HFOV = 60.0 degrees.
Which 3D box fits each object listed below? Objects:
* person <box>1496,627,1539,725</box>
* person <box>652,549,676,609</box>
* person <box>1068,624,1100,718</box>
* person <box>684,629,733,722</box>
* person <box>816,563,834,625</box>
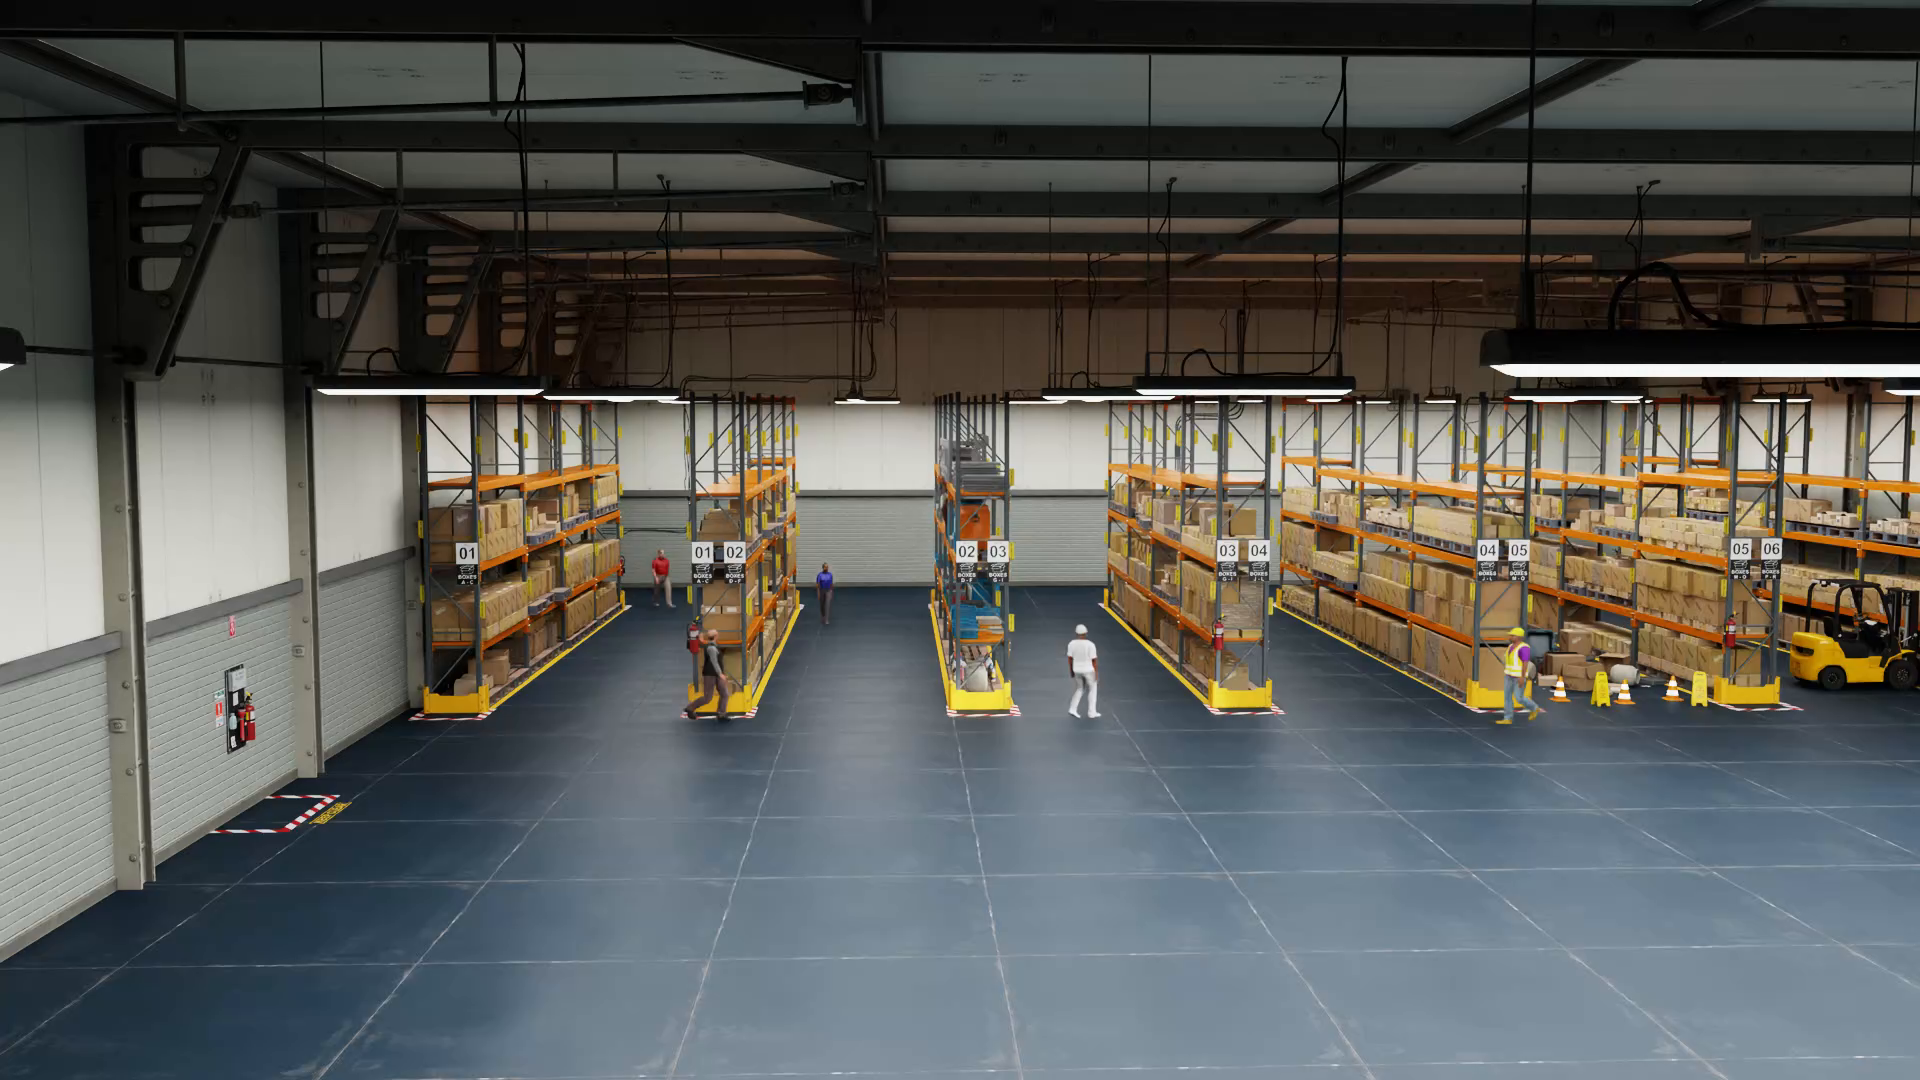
[{"bbox_3d":[10.027,2.445,29.878,0.762,1.760,0.548,-2,5,-26],"label":"person"},{"bbox_3d":[-8.444,1.105,47.171,0.590,1.676,1.054,-3,5,-32],"label":"person"},{"bbox_3d":[2.313,2.420,30.654,0.604,1.759,0.587,4,6,40],"label":"person"},{"bbox_3d":[-4.543,2.458,30.137,0.866,1.685,0.483,1,5,16],"label":"person"},{"bbox_3d":[-3.555,1.405,43.863,0.451,1.611,0.928,0,5,3],"label":"person"}]
